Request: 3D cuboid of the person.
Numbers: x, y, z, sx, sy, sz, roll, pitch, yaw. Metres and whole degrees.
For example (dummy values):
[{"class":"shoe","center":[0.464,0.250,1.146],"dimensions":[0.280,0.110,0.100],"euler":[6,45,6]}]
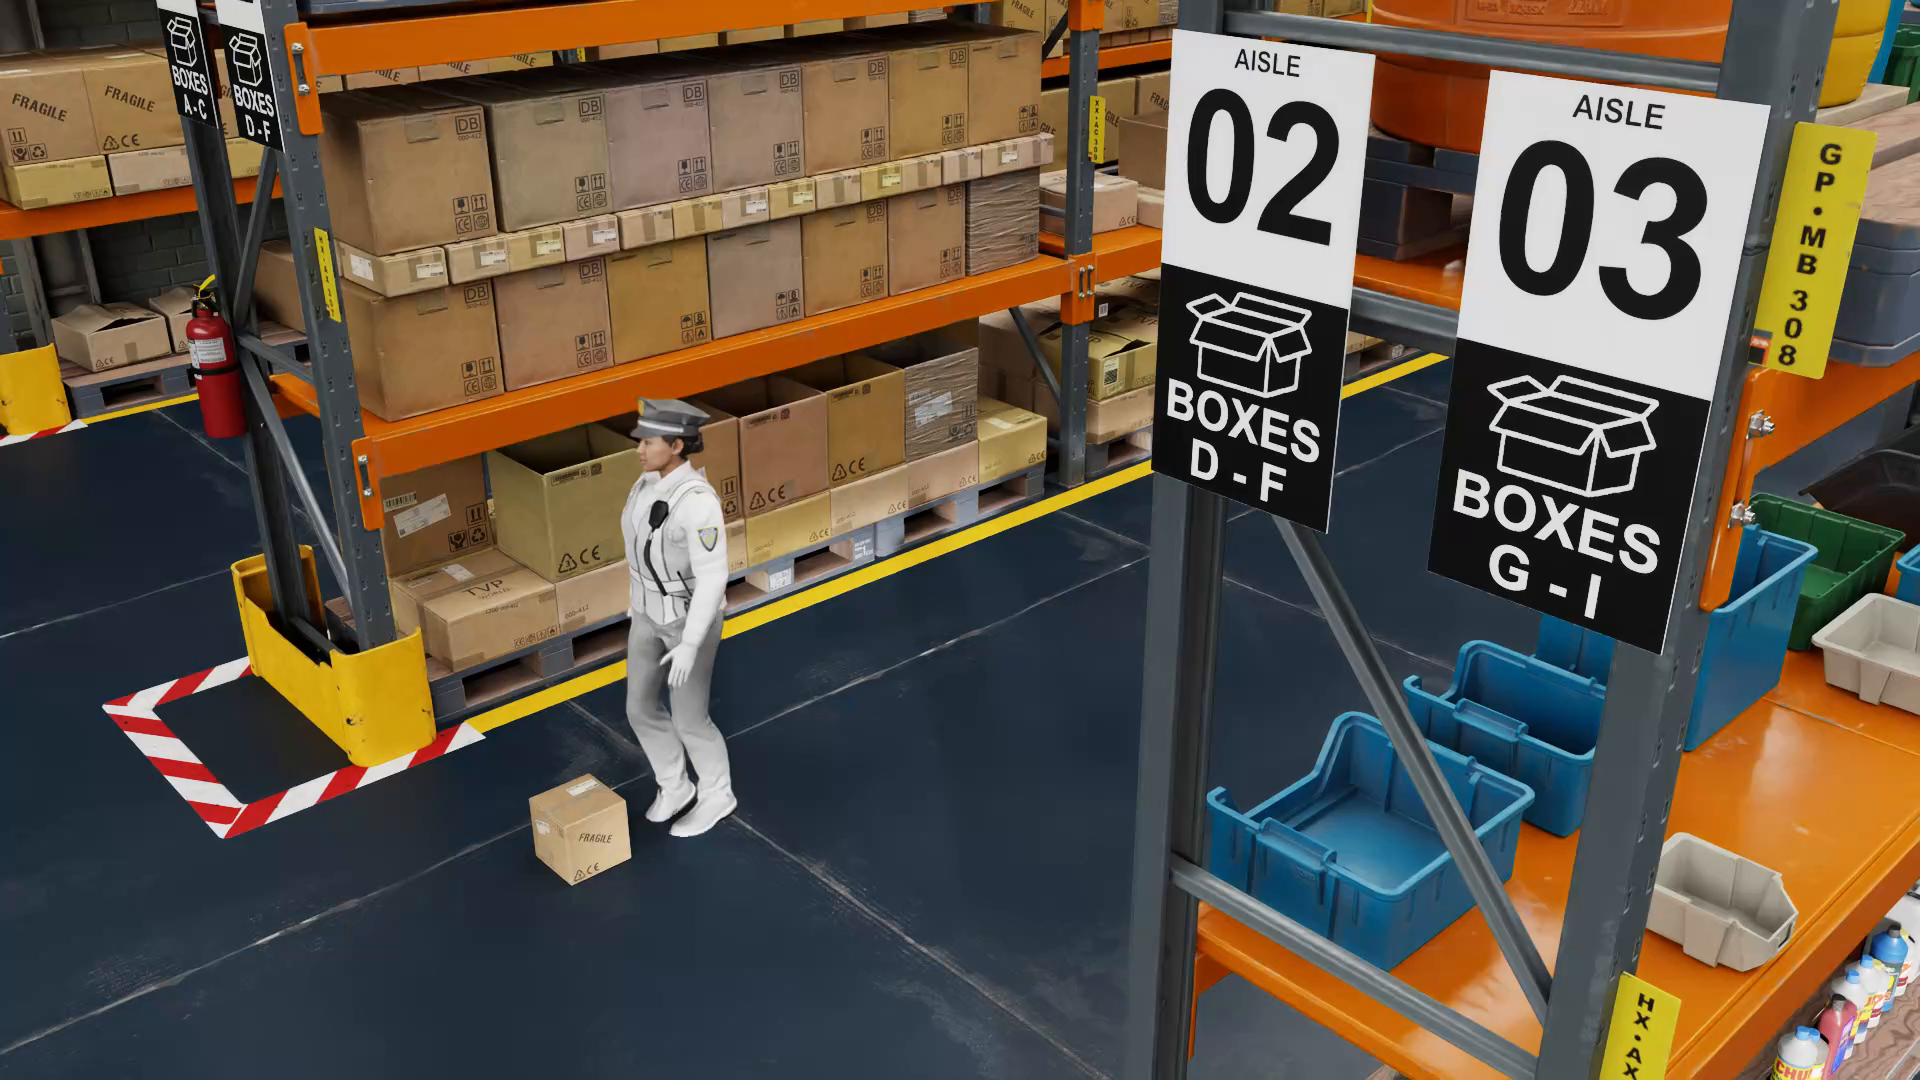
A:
[{"class":"person","center":[-1.030,0.320,5.971],"dimensions":[0.389,1.754,0.611],"euler":[-20,31,-38]}]
